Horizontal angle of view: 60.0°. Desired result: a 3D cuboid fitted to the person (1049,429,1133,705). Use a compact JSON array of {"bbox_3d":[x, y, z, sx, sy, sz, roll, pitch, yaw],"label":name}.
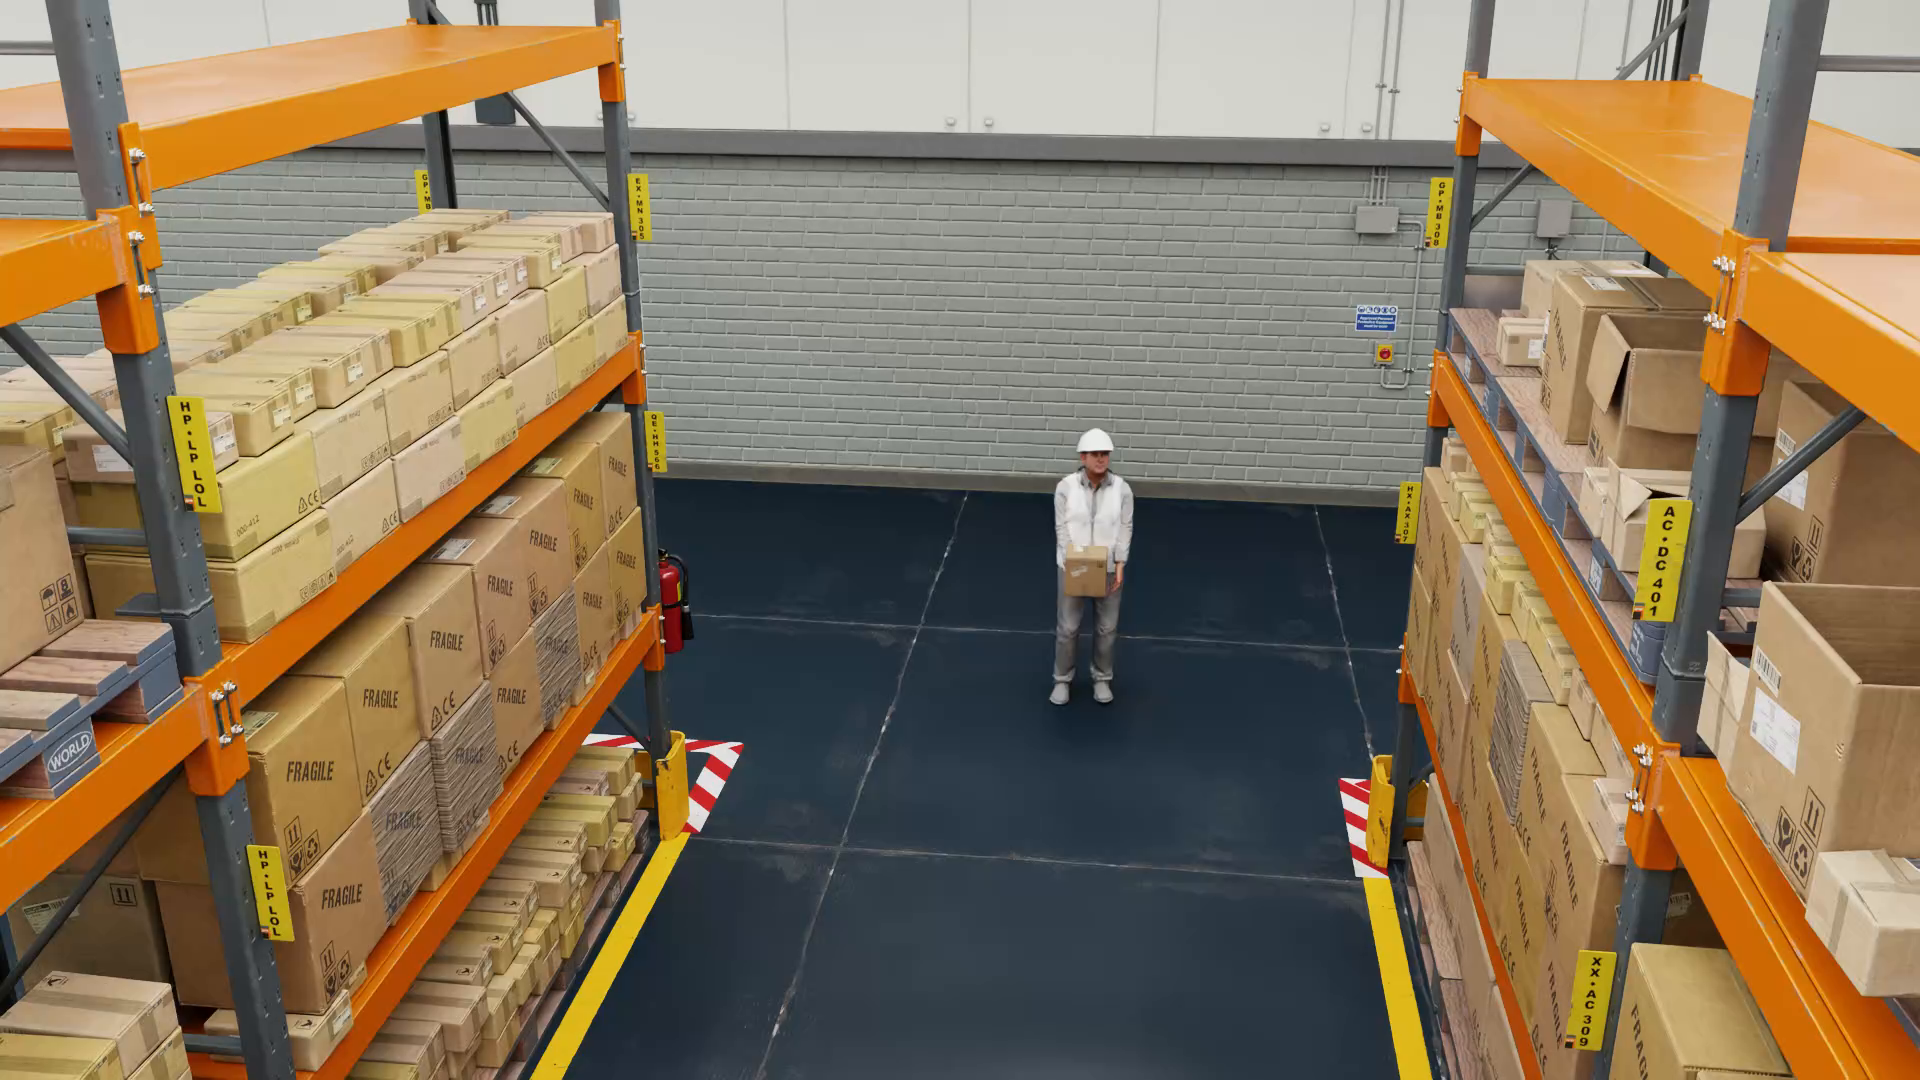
[{"bbox_3d":[0.836,0.196,10.532,0.519,1.775,0.545,-1,21,-2],"label":"person"}]
